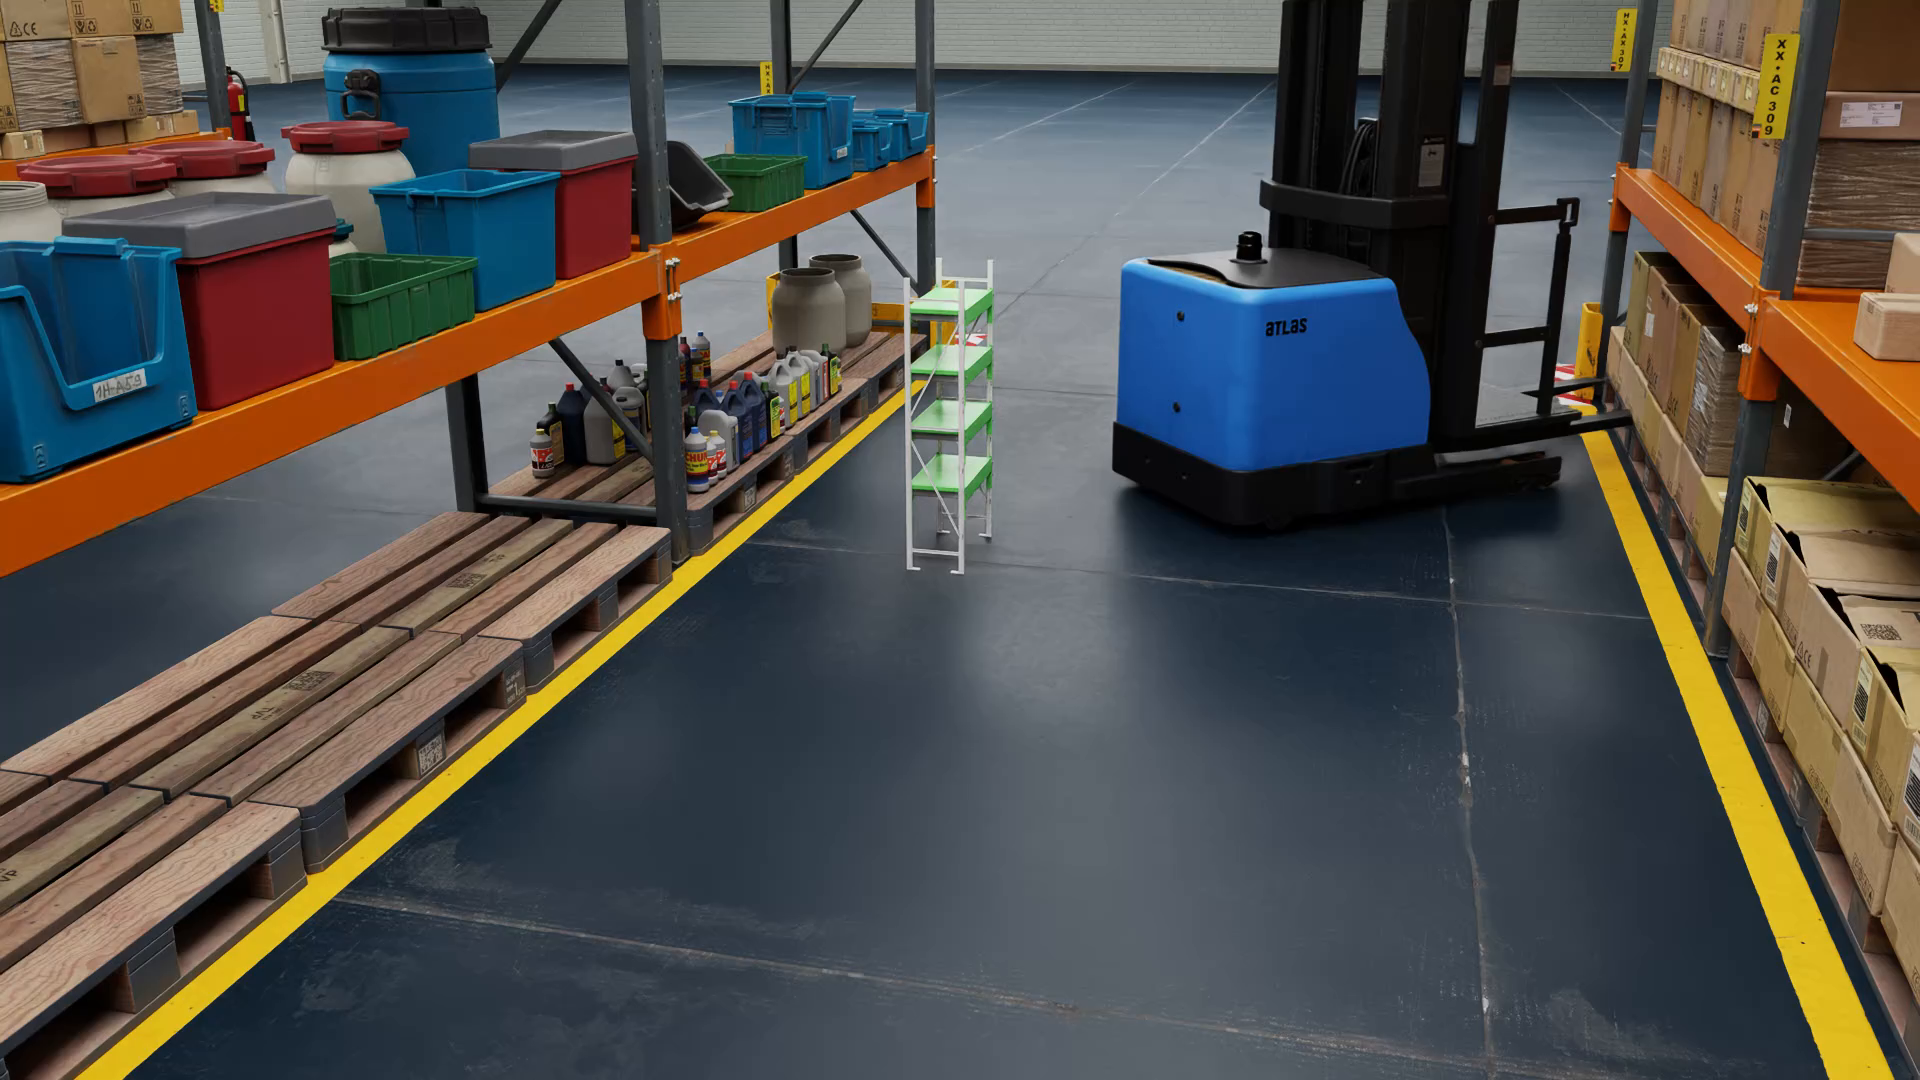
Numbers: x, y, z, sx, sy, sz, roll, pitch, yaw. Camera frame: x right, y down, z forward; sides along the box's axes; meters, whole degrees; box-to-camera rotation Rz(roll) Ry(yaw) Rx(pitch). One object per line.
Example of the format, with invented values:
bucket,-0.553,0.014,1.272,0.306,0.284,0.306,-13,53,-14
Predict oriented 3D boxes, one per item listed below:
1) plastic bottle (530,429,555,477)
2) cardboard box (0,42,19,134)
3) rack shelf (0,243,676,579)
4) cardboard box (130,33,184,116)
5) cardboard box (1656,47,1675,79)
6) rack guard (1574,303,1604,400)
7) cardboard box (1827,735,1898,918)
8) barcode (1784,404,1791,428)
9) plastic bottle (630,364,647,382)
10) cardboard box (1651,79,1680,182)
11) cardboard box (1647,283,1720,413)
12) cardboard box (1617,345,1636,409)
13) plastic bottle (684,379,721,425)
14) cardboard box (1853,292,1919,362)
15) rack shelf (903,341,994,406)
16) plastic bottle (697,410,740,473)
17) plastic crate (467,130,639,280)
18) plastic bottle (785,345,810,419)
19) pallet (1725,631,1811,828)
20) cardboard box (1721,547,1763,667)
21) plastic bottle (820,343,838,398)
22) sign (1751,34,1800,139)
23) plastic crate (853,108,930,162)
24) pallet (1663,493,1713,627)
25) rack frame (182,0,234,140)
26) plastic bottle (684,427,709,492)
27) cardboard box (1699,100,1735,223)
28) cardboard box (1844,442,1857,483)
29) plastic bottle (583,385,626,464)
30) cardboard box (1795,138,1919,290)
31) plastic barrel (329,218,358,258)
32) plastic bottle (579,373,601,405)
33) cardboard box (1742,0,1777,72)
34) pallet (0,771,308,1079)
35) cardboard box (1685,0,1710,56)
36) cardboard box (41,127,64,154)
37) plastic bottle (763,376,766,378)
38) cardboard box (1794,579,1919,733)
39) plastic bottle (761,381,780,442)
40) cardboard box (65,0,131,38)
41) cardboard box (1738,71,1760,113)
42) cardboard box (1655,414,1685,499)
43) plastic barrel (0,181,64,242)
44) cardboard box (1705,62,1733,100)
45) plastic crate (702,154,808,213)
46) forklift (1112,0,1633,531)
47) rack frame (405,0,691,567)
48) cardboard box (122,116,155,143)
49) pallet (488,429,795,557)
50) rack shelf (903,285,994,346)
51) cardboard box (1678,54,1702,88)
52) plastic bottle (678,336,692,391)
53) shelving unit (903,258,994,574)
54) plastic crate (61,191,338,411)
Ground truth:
plastic bottle,-1.844,-0.388,7.333,0.097,0.201,0.097,0,19,0
cardboard box,-5.920,-2.554,9.408,0.875,0.500,0.500,5,19,13
rack shelf,-2.119,-0.399,4.828,1.077,0.370,4.000,5,19,13
cardboard box,-5.617,-3.029,10.800,0.875,0.500,0.500,5,19,13
cardboard box,3.845,-2.476,8.637,0.380,0.149,0.250,5,19,13
rack guard,4.155,-1.052,9.494,1.175,0.500,0.348,5,19,13
cardboard box,2.458,0.718,4.050,0.500,0.250,0.500,5,19,14
barcode,2.706,-0.406,5.438,0.001,0.075,0.075,5,19,13
plastic bottle,-1.583,-0.722,8.194,0.152,0.276,0.135,5,19,14
cardboard box,4.023,-2.130,8.627,0.700,0.500,0.500,5,19,13
cardboard box,3.434,-0.859,7.507,0.500,0.500,0.500,5,19,13
cardboard box,3.684,-0.818,8.545,0.500,0.250,0.500,5,19,13
plastic bottle,-1.170,-0.552,7.582,0.144,0.351,0.185,5,19,13
cardboard box,2.758,-0.593,4.673,0.380,0.149,0.250,5,19,13
rack shelf,-0.040,-0.683,6.785,0.258,0.148,0.480,5,19,13
plastic bottle,-1.075,-0.454,7.410,0.152,0.276,0.135,5,20,15
plastic crate,-1.452,-1.220,6.021,0.402,0.464,0.583,5,19,13
plastic bottle,-0.835,-0.792,8.282,0.144,0.351,0.185,5,20,16
pallet,3.030,0.580,5.163,1.003,0.211,1.213,5,19,13
cardboard box,2.834,0.236,5.462,0.500,0.250,0.500,4,19,12
plastic bottle,-0.687,-0.894,8.687,0.061,0.283,0.133,5,20,15
sign,2.634,-1.464,5.372,0.100,0.325,0.005,5,19,13
plastic crate,-0.485,-2.369,9.713,0.499,0.251,0.616,5,19,13
pallet,3.407,0.100,6.569,1.003,0.211,1.213,5,19,13
rack frame,-5.456,-3.011,11.362,1.000,3.000,0.127,5,19,13
plastic bottle,-1.127,-0.348,7.107,0.097,0.271,0.097,0,19,0
cardboard box,3.648,-1.644,7.206,0.700,0.500,0.500,5,20,15
cardboard box,3.704,-0.504,6.467,0.500,0.500,0.500,5,19,13
plastic bottle,-1.612,-0.534,7.528,0.144,0.351,0.185,5,19,13
cardboard box,3.275,-1.161,5.790,0.700,0.500,0.500,4,19,12
plastic barrel,-2.102,-0.898,5.390,0.301,0.262,0.301,0,19,0
plastic bottle,-1.705,-0.606,7.737,0.144,0.351,0.185,4,19,11
cardboard box,3.520,-2.090,6.504,0.700,0.500,0.500,5,19,13
pallet,-2.380,0.967,4.029,1.003,0.211,1.213,5,19,13
cardboard box,3.887,-2.562,7.885,0.700,0.500,0.500,4,19,12
cardboard box,-5.614,-2.393,9.943,0.380,0.149,0.250,5,19,13
plastic bottle,-0.963,-0.717,8.294,0.097,0.201,0.097,0,19,0
cardboard box,2.577,0.292,4.429,0.500,0.311,0.500,4,19,12
plastic bottle,-0.904,-0.617,7.874,0.061,0.283,0.133,6,20,16
cardboard box,-5.467,-3.323,10.114,0.500,0.500,0.500,5,19,13
cardboard box,3.281,-1.749,6.509,0.380,0.149,0.250,5,19,13
cardboard box,3.313,-0.348,7.169,0.500,0.250,0.500,5,19,13
plastic barrel,-2.460,-0.637,4.238,0.421,0.512,0.421,0,19,0
cardboard box,3.469,-1.994,7.227,0.380,0.149,0.250,5,19,14
plastic crate,-1.025,-1.669,7.761,0.450,0.188,0.662,5,19,13
forklift,2.278,-1.741,7.750,3.031,2.935,1.130,-9,21,-25
rack frame,-1.630,-1.366,6.547,1.000,3.000,0.127,5,19,13
cardboard box,-5.398,-2.626,10.623,0.380,0.149,0.250,5,19,13
pallet,-1.425,-0.254,7.604,1.003,0.211,1.213,5,19,13
rack shelf,-0.040,-0.910,6.707,0.258,0.148,0.480,5,19,13
cardboard box,3.657,-2.236,7.935,0.380,0.149,0.250,4,19,13
plastic bottle,-1.471,-0.929,8.790,0.061,0.283,0.133,5,19,14
shelving unit,-0.040,-0.516,6.842,0.258,1.200,0.503,5,19,13
plastic crate,-1.916,-0.625,4.278,0.402,0.464,0.583,5,19,13
